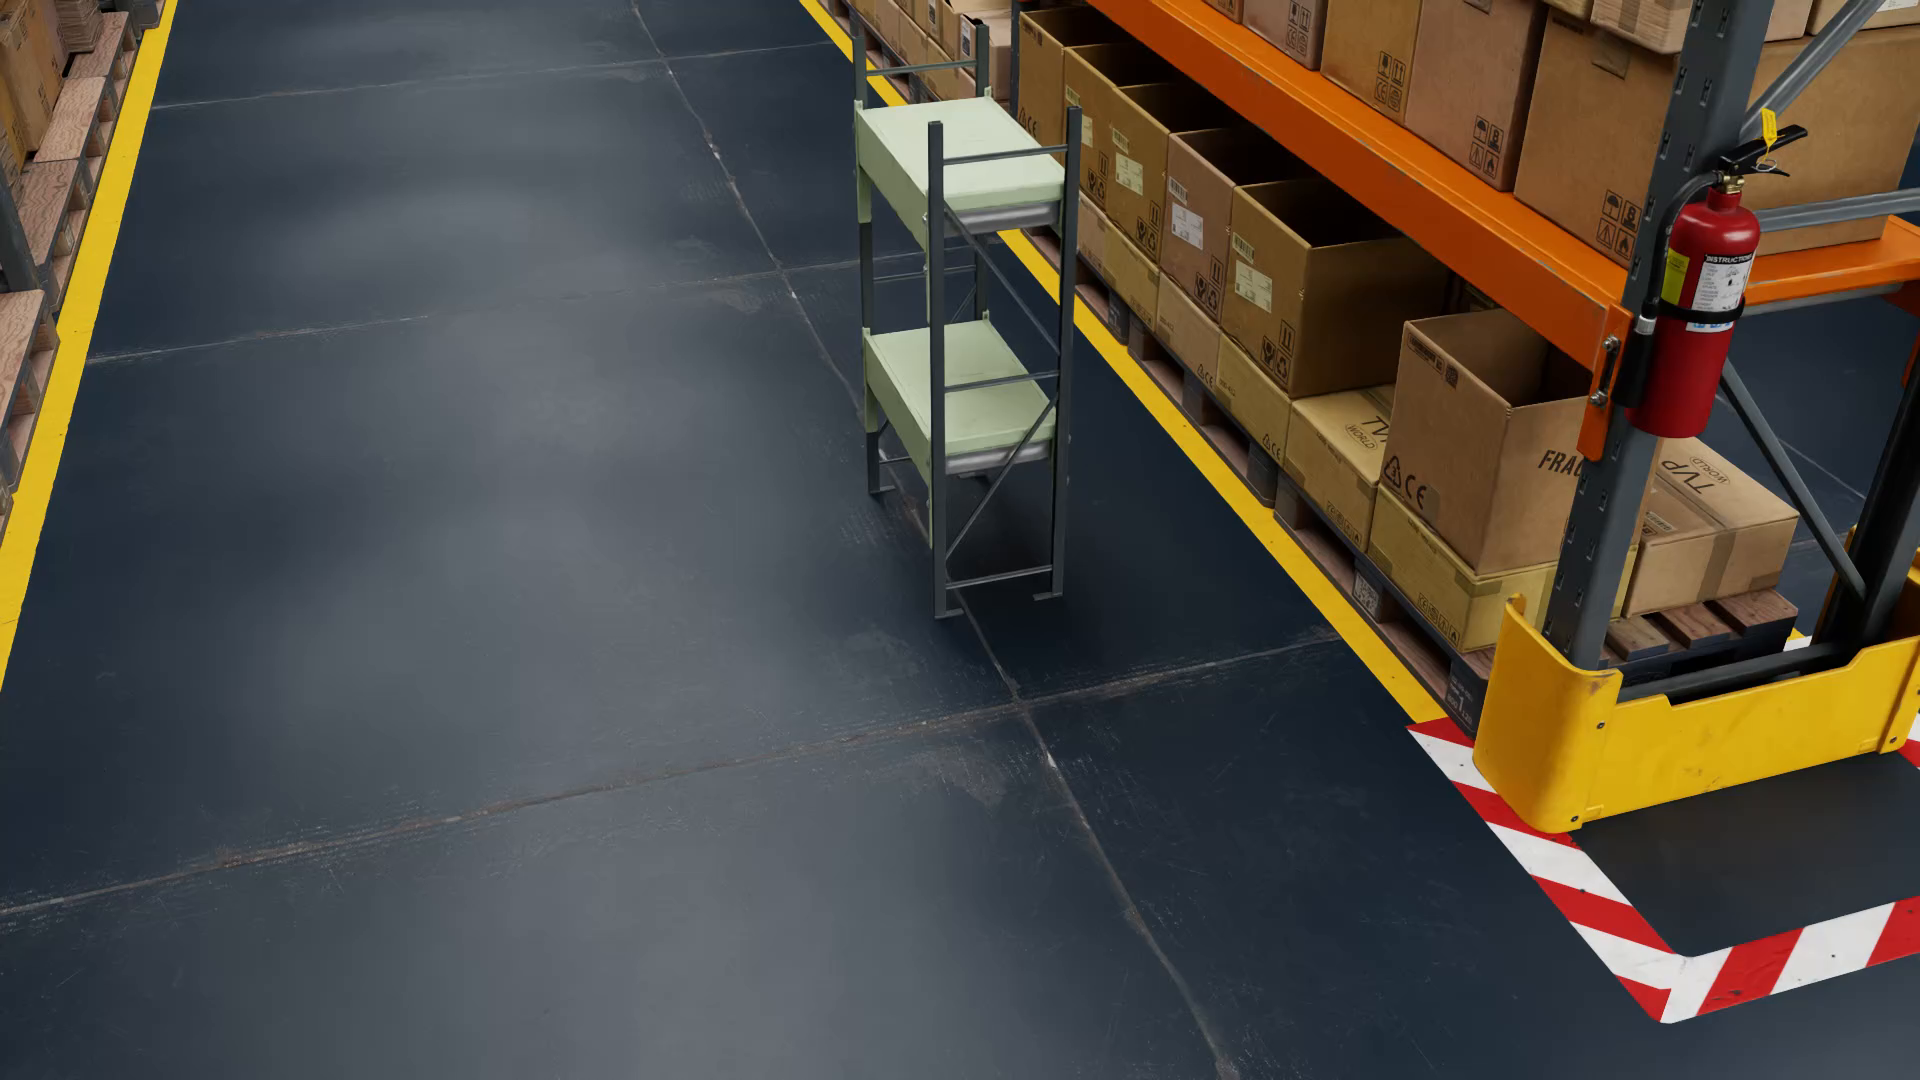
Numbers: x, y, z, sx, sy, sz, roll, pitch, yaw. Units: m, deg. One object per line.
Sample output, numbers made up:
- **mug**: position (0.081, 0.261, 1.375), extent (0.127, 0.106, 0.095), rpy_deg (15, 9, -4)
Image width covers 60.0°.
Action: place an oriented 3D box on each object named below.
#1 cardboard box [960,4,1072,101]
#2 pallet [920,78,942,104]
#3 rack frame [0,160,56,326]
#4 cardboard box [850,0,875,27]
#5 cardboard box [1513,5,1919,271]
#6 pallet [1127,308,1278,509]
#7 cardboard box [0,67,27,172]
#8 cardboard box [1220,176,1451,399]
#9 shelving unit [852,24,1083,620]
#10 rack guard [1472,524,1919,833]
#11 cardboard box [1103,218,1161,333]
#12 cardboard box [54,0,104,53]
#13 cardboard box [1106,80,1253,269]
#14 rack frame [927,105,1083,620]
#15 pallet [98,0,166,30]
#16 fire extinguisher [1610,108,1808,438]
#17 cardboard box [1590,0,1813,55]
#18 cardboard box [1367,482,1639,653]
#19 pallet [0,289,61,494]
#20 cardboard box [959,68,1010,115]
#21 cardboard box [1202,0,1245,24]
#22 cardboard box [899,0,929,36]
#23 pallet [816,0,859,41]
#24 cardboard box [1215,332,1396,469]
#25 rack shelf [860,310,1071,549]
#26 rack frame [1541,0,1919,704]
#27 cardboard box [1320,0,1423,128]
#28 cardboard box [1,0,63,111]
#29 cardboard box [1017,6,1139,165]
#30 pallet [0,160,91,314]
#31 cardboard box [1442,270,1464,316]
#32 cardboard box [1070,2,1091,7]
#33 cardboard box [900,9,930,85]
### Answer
- **cardboard box**: position (0.314, -2.238, 7.521), extent (0.500, 0.311, 0.500), rpy_deg (-10, 35, -15)
- **pallet**: position (0.449, -2.029, 8.129), extent (1.003, 0.211, 1.213), rpy_deg (-10, 35, -15)
- **rack frame**: position (-4.006, -1.977, 5.521), extent (1.000, 3.000, 0.127), rpy_deg (-10, 35, -15)
- **cardboard box**: position (-0.311, -3.080, 9.303), extent (0.500, 0.250, 0.500), rpy_deg (-11, 35, -16)
- **cardboard box**: position (1.801, -1.001, 3.953), extent (0.700, 0.500, 0.500), rpy_deg (-10, 35, -15)
- **pallet**: position (1.289, -0.582, 5.940), extent (1.003, 0.211, 1.213), rpy_deg (-10, 35, -15)
- **cardboard box**: position (-4.451, -1.764, 7.067), extent (0.700, 0.500, 0.500), rpy_deg (-11, 35, -16)
- **cardboard box**: position (1.165, -0.807, 5.183), extent (0.500, 0.500, 0.500), rpy_deg (-10, 35, -15)
- **shelving unit**: position (0.002, -0.622, 4.831), extent (0.431, 1.500, 0.755), rpy_deg (-10, 35, -15)
- **rack guard**: position (1.938, 0.344, 4.276), extent (1.175, 0.500, 0.348), rpy_deg (-10, 35, -15)
- **cardboard box**: position (0.859, -1.019, 6.184), extent (0.500, 0.250, 0.500), rpy_deg (-10, 35, -15)
- **cardboard box**: position (-4.956, -2.848, 8.708), extent (0.700, 0.500, 0.500), rpy_deg (-10, 35, -14)
- **cardboard box**: position (0.859, -1.332, 5.977), extent (0.500, 0.500, 0.500), rpy_deg (-10, 35, -15)
- **rack frame**: position (0.114, -0.430, 4.540), extent (0.400, 1.500, 0.023), rpy_deg (-10, 35, -15)
- **pallet**: position (-5.394, -3.340, 10.113), extent (1.003, 0.211, 1.213), rpy_deg (-10, 35, -15)
- **fire extinguisher**: position (1.525, -0.539, 3.416), extent (0.296, 0.674, 0.183), rpy_deg (-10, 35, -15)
- **cardboard box**: position (1.633, -1.193, 3.655), extent (0.380, 0.149, 0.250), rpy_deg (-11, 35, -16)
- **cardboard box**: position (1.486, 0.028, 4.600), extent (0.500, 0.250, 0.500), rpy_deg (-10, 35, -15)
- **pallet**: position (-3.767, -0.467, 5.765), extent (1.003, 0.211, 1.213), rpy_deg (-10, 35, -15)
- **cardboard box**: position (0.308, -2.009, 7.682), extent (0.500, 0.250, 0.500), rpy_deg (-10, 35, -15)
- **cardboard box**: position (1.169, -2.082, 5.589), extent (0.700, 0.500, 0.500), rpy_deg (-10, 35, -14)
- **cardboard box**: position (0.000, -2.773, 8.330), extent (0.500, 0.311, 0.500), rpy_deg (-10, 35, -15)
- **pallet**: position (-0.295, -3.310, 10.067), extent (1.003, 0.211, 1.213), rpy_deg (-10, 35, -15)
- **cardboard box**: position (1.168, -0.494, 5.391), extent (0.500, 0.250, 0.500), rpy_deg (-10, 35, -15)
- **rack shelf**: position (0.002, -0.350, 5.011), extent (0.431, 0.370, 0.720), rpy_deg (-10, 35, -15)
- **rack frame**: position (1.931, -0.712, 3.606), extent (1.000, 3.000, 0.127), rpy_deg (-10, 35, -15)
- **cardboard box**: position (1.490, -1.537, 4.765), extent (0.700, 0.500, 0.500), rpy_deg (-10, 35, -14)
- **cardboard box**: position (-4.731, -2.302, 7.882), extent (0.700, 0.500, 0.500), rpy_deg (-10, 35, -15)
- **cardboard box**: position (0.554, -1.857, 6.772), extent (0.500, 0.500, 0.500), rpy_deg (-10, 35, -15)
- **pallet**: position (-4.244, -1.222, 6.908), extent (1.003, 0.211, 1.213), rpy_deg (-10, 35, -15)
- **cardboard box**: position (1.660, -0.894, 5.315), extent (0.500, 0.500, 0.500), rpy_deg (-10, 35, -15)
- **cardboard box**: position (0.822, -2.333, 7.664), extent (0.500, 0.311, 0.500), rpy_deg (-10, 35, -15)
- **cardboard box**: position (-0.001, -2.543, 8.491), extent (0.500, 0.250, 0.500), rpy_deg (-9, 35, -14)
